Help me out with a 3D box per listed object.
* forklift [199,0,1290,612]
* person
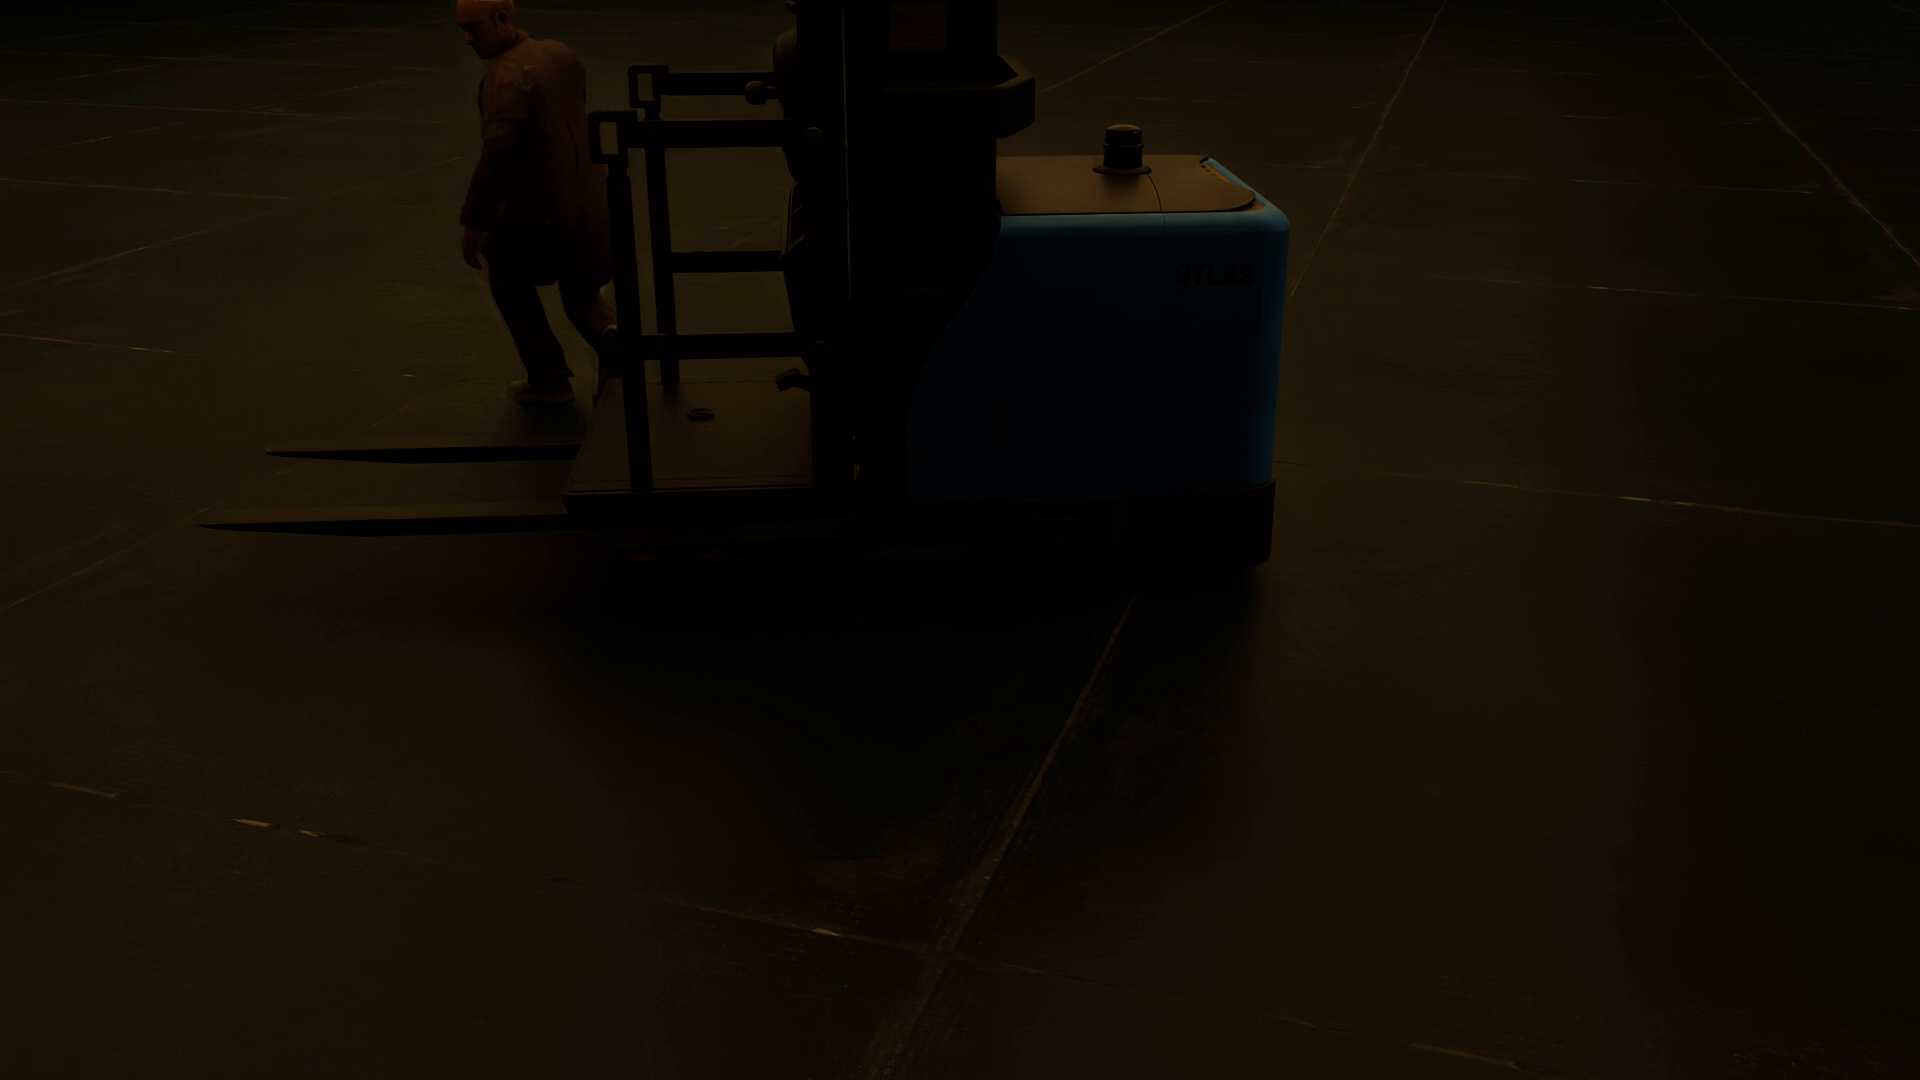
[{"bbox_3d":[-0.643,-1.365,4.586,3.031,2.935,1.130,-2,23,-4],"label":"forklift"},{"bbox_3d":[-1.534,-1.221,6.090,0.750,1.560,0.744,19,29,38],"label":"person"}]
